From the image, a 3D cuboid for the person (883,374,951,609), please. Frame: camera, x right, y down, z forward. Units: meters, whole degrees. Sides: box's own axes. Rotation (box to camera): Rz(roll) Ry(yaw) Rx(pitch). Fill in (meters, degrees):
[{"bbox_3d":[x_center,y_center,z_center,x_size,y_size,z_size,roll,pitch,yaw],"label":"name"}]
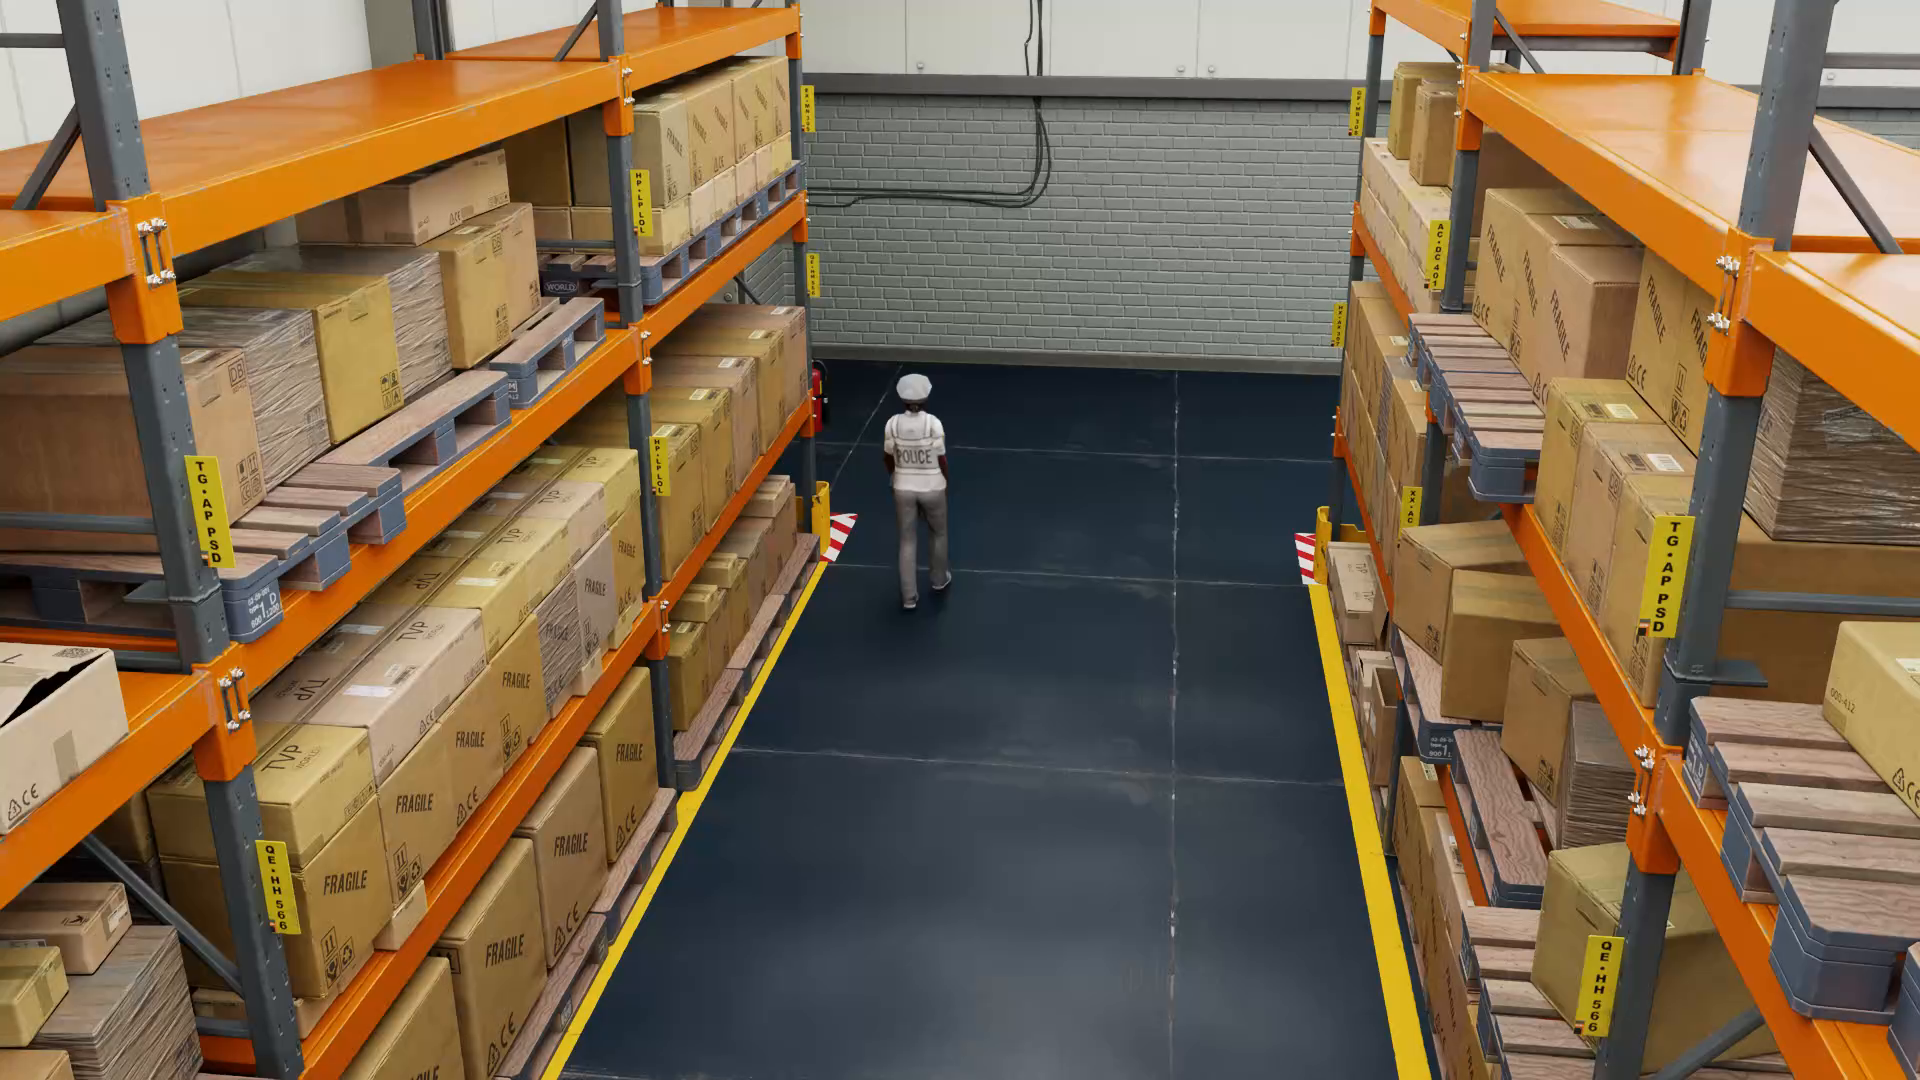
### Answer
[{"bbox_3d":[-0.306,-0.390,12.007,0.474,1.689,0.657,2,21,6],"label":"person"}]
